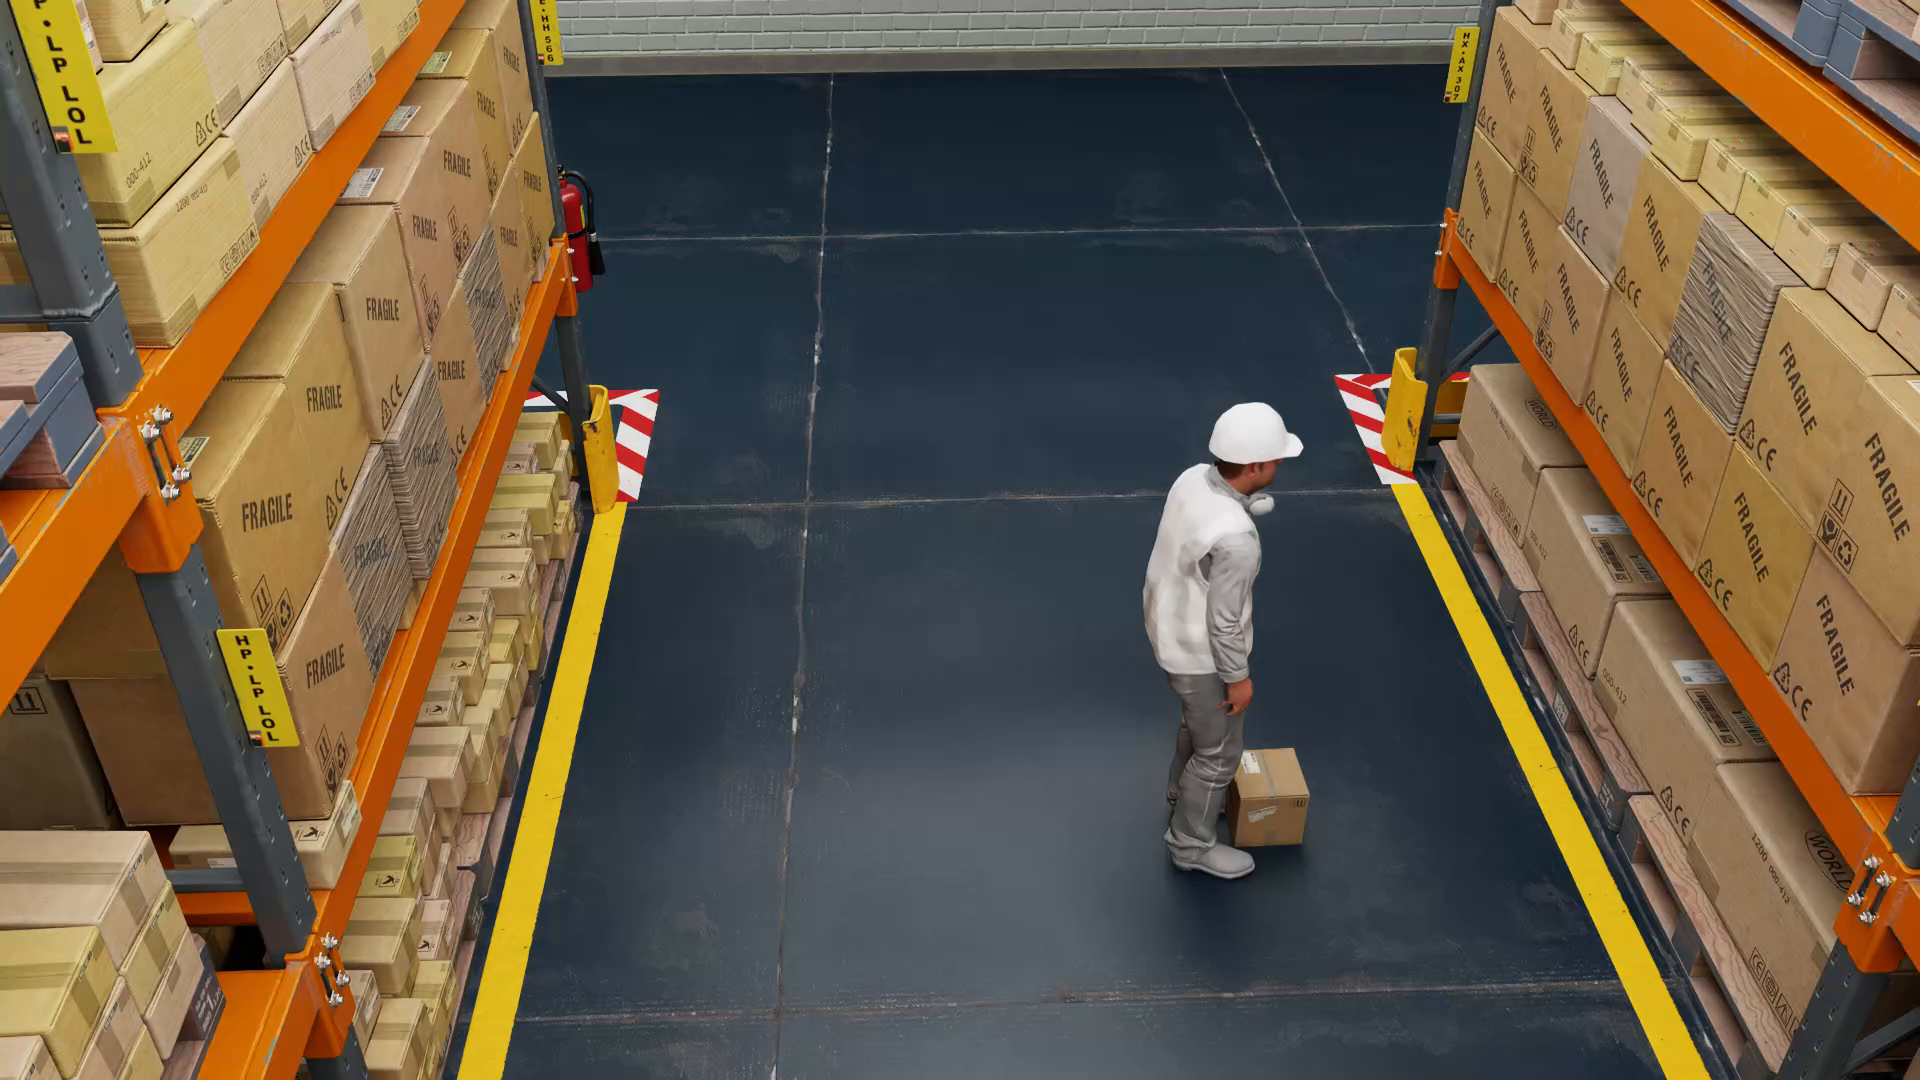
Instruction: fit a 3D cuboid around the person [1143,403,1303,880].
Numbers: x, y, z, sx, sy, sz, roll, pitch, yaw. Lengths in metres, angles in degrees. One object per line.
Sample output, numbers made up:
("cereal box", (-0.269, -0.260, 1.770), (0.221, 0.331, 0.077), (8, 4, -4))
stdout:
("person", (0.860, 0.328, 5.654), (0.475, 1.771, 0.593), (-4, 35, -5))
